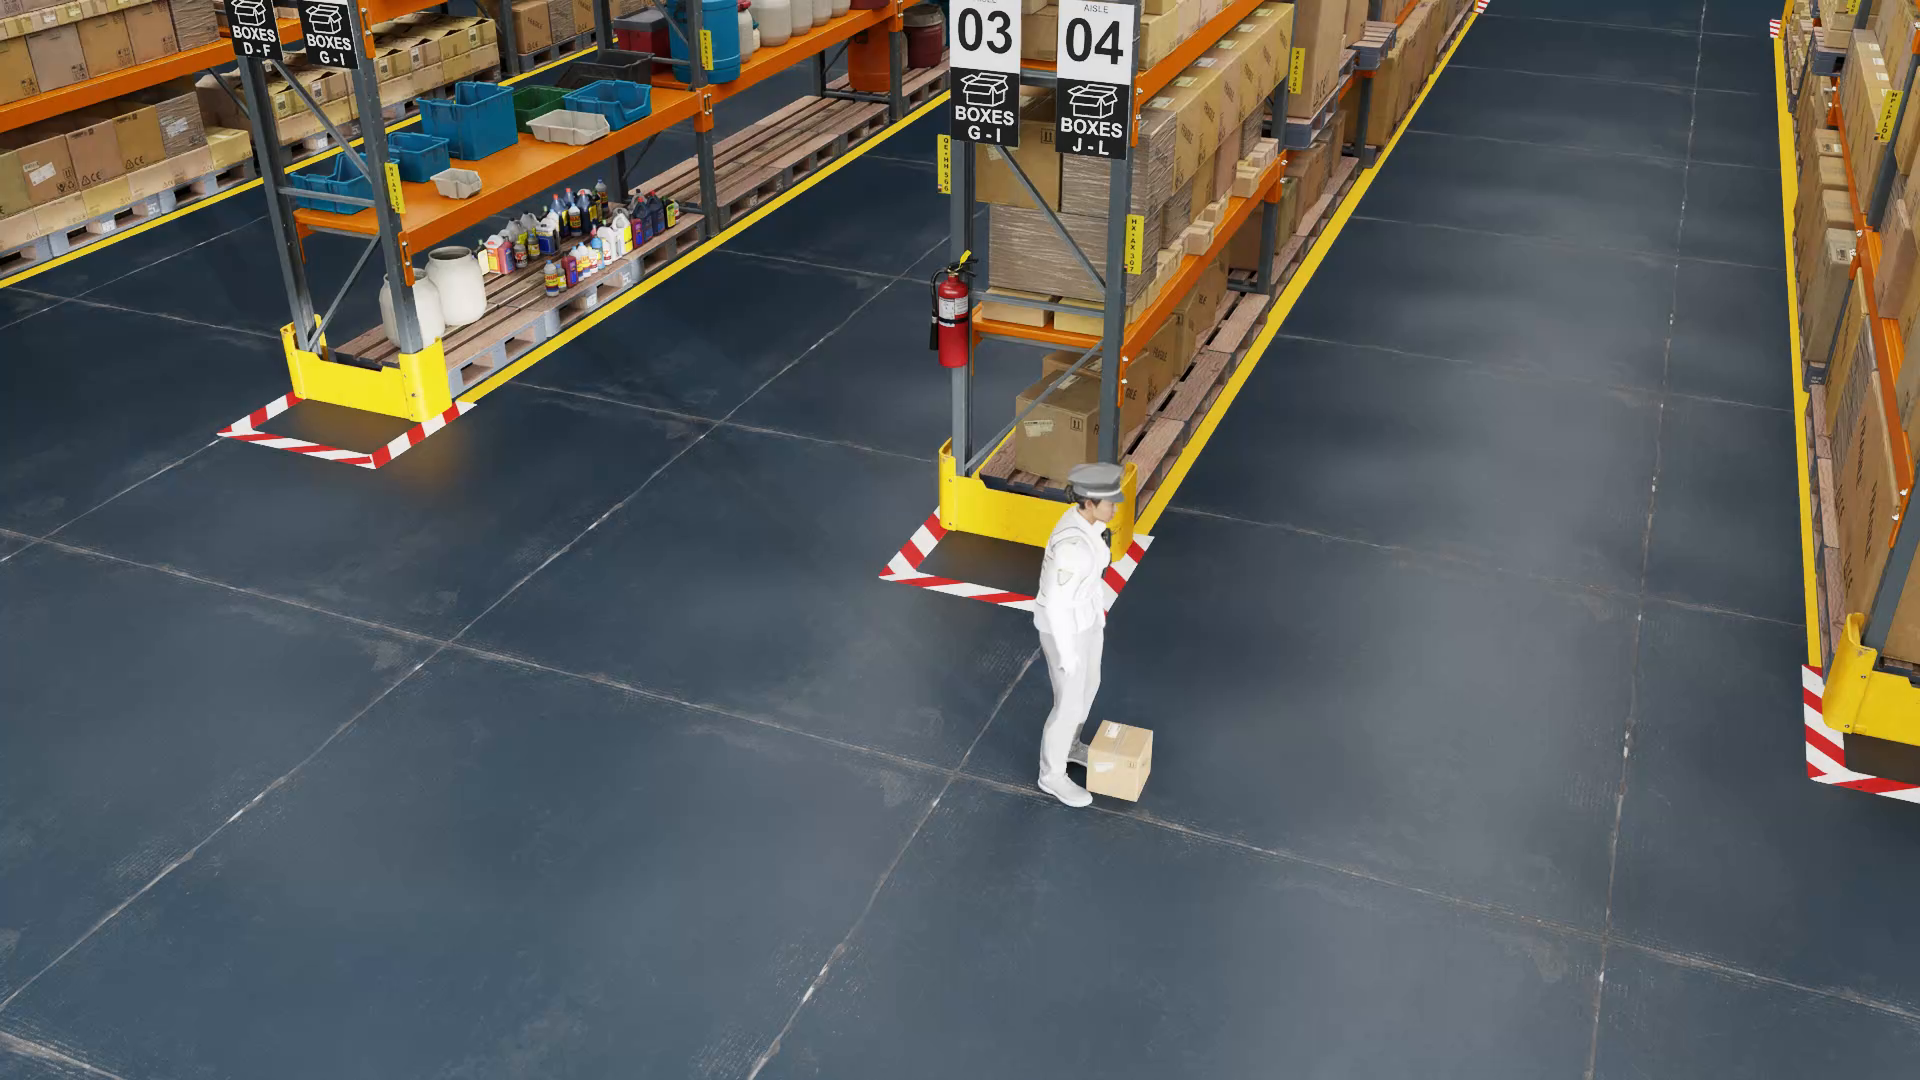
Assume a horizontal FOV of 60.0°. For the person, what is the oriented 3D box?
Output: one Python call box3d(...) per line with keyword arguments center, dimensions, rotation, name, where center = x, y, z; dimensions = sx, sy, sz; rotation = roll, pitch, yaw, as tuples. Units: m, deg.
box3d(center=(0.542, 0.404, 7.682), dimensions=(0.376, 1.663, 0.530), rotation=(11, 32, 19), name="person")
